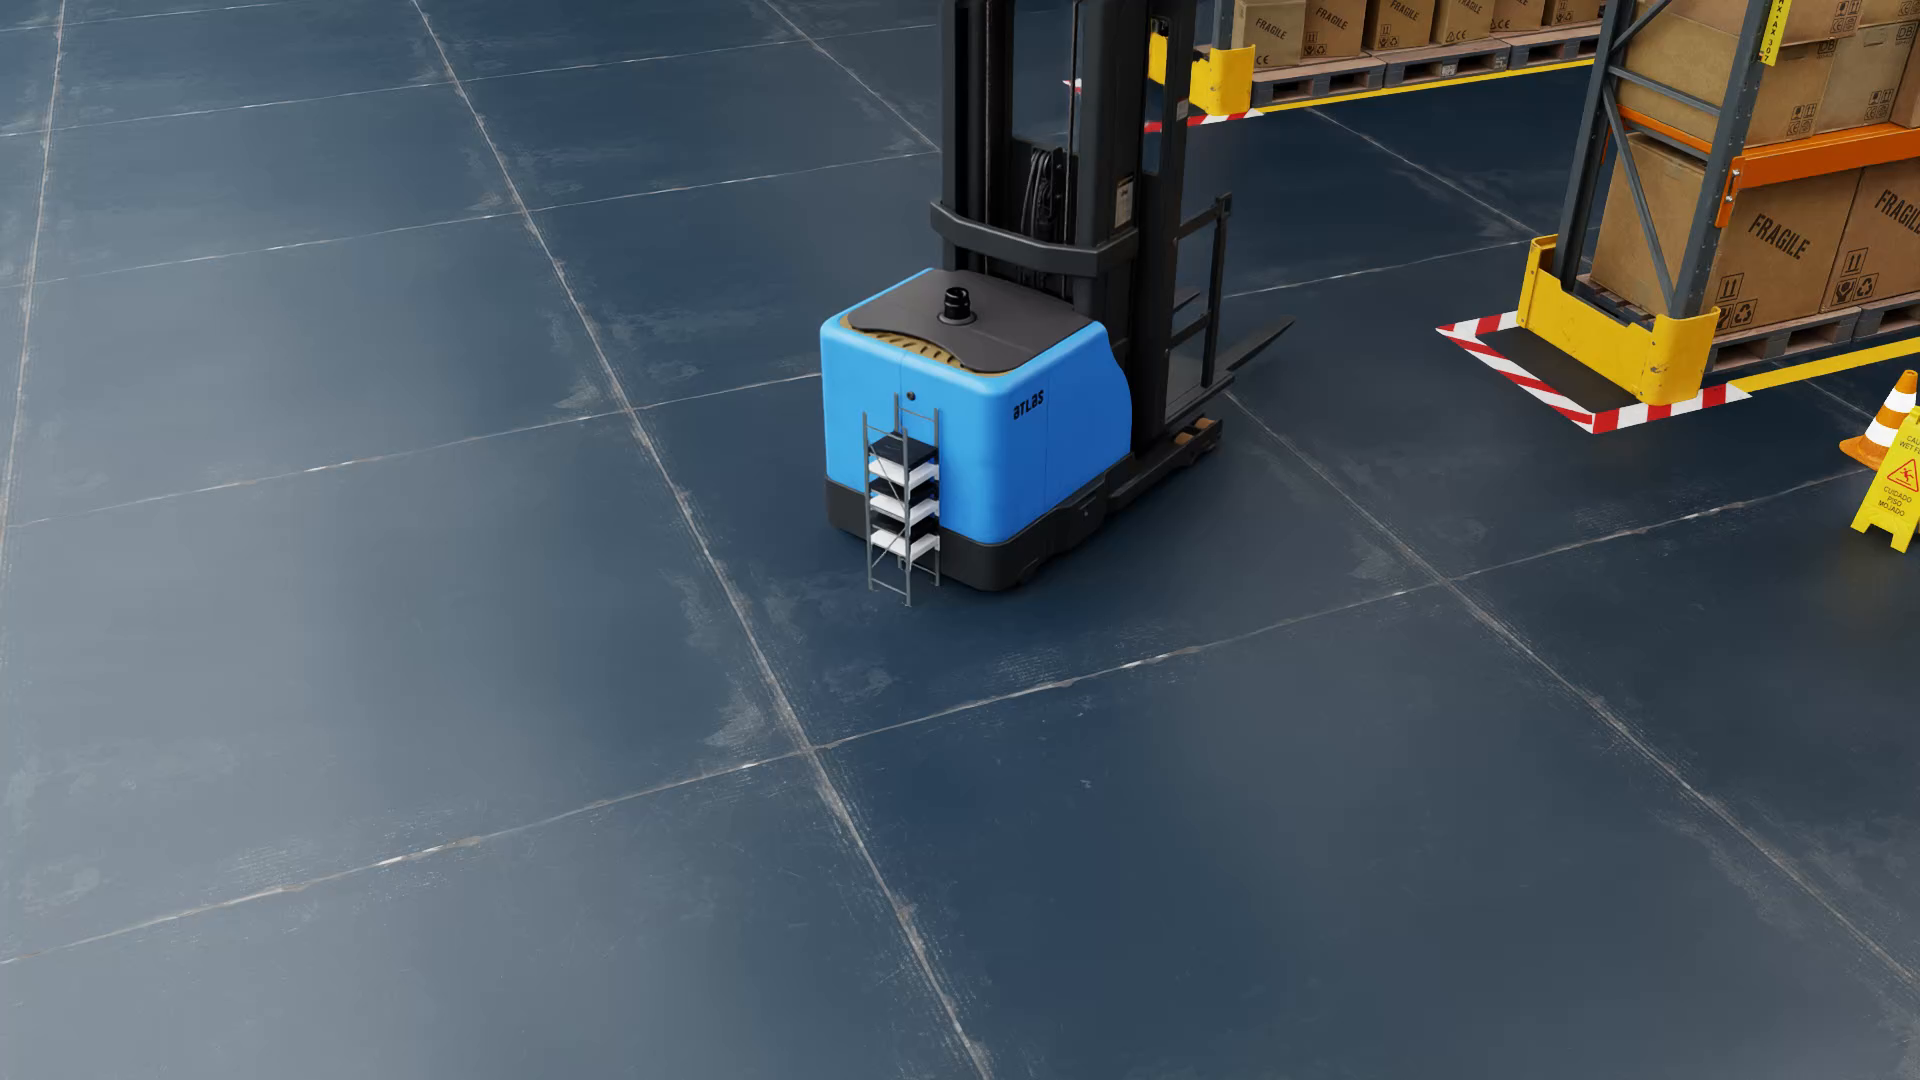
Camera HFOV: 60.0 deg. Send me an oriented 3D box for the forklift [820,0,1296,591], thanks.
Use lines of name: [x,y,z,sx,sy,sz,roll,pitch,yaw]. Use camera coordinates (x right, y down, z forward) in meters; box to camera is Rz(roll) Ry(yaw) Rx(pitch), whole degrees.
forklift: [0.675,-1.746,7.746,1.130,2.935,3.031,23,40,31]

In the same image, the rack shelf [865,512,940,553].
rack shelf: [-0.248,-0.060,7.243,0.258,0.077,0.200,23,40,31]

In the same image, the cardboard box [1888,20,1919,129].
cardboard box: [5.018,-2.639,8.917,0.550,0.550,0.875,-13,35,-19]

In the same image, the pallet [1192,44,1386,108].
pallet: [2.636,-3.809,13.410,1.213,0.211,1.003,-13,35,-19]

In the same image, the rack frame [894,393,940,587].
rack frame: [-0.186,-0.207,7.243,0.240,0.900,0.006,23,40,31]

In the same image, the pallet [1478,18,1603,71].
pallet: [4.886,-4.324,14.202,1.213,0.211,1.003,-13,35,-19]

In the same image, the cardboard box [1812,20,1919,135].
cardboard box: [4.453,-2.584,8.833,0.550,0.550,0.875,-13,35,-19]

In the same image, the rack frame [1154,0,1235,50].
rack frame: [1.803,-4.808,12.389,0.127,3.000,1.000,-13,35,-19]

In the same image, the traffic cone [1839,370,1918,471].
traffic cone: [4.670,-0.627,8.290,0.334,0.463,0.336,-13,35,-19]

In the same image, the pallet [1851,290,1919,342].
pallet: [5.460,-1.587,9.996,1.213,0.211,1.003,-13,35,-19]

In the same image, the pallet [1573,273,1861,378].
pallet: [4.337,-1.332,9.603,1.213,0.211,1.003,-13,35,-19]

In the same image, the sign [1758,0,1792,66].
sign: [3.839,-2.408,7.834,0.005,0.325,0.100,-13,35,-19]

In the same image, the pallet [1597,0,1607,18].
pallet: [6.209,-4.649,14.701,1.213,0.211,1.003,-13,35,-19]

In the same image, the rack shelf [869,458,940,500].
rack shelf: [-0.248,-0.286,7.095,0.258,0.077,0.200,23,40,31]

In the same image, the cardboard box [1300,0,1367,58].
cardboard box: [2.923,-4.203,13.366,0.500,0.500,0.500,-4,33,-6]

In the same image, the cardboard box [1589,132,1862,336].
cardboard box: [4.230,-1.754,9.259,0.875,0.875,0.875,-13,35,-19]

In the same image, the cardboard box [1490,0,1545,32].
cardboard box: [4.582,-4.592,13.963,0.500,0.500,0.500,-2,33,-4]

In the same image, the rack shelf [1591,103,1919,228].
rack shelf: [5.474,-2.413,9.368,4.000,0.370,1.077,-13,35,-19]

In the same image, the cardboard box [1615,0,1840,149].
cardboard box: [3.955,-2.456,8.637,0.550,0.550,0.875,-13,35,-19]

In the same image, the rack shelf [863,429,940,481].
rack shelf: [-0.248,-0.361,7.046,0.258,0.077,0.200,23,40,31]

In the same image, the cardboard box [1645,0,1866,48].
cardboard box: [3.987,-2.867,8.278,0.550,0.550,0.875,-13,35,-19]

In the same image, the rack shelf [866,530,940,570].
rack shelf: [-0.248,0.016,7.292,0.258,0.077,0.200,23,40,31]

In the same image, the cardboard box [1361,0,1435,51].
cardboard box: [3.508,-4.326,13.555,0.500,0.500,0.500,-10,34,-14]

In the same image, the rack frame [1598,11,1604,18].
rack frame: [5.491,-5.652,13.687,0.127,3.000,1.000,-13,35,-19]

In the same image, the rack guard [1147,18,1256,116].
rack guard: [1.873,-3.776,13.095,0.348,0.500,1.175,-13,35,-19]

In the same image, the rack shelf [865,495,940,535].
rack shelf: [-0.248,-0.135,7.194,0.258,0.077,0.200,23,40,31]

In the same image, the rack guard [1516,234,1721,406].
rack guard: [3.608,-1.240,9.197,0.348,0.500,1.175,-13,35,-19]

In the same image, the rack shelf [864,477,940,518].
rack shelf: [-0.248,-0.211,7.145,0.258,0.077,0.200,23,40,31]

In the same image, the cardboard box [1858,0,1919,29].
cardboard box: [4.459,-3.029,8.528,0.550,0.550,0.875,-13,35,-19]

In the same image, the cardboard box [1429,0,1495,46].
cardboard box: [4.040,-4.421,13.701,0.500,0.500,0.500,-16,36,-23]

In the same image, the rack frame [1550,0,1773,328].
rack frame: [3.630,-2.292,8.523,0.127,3.000,1.000,-13,35,-19]

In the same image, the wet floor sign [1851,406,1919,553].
wet floor sign: [4.370,-0.304,7.625,0.232,0.644,0.267,-19,38,-27]

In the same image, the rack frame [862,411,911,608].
rack frame: [-0.311,-0.119,7.108,0.240,0.900,0.006,23,40,31]

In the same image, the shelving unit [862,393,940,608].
shelving unit: [-0.248,-0.163,7.175,0.258,0.900,0.210,23,40,31]

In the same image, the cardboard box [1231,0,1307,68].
cardboard box: [2.385,-4.060,13.146,0.500,0.500,0.500,-7,34,-10]

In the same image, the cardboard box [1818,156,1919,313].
cardboard box: [5.040,-1.941,9.546,0.875,0.875,0.875,-13,35,-20]

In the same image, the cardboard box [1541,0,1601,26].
cardboard box: [5.107,-4.716,14.155,0.500,0.500,0.500,-14,36,-20]

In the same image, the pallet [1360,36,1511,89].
pallet: [3.759,-4.064,13.803,1.213,0.211,1.003,-13,35,-19]
